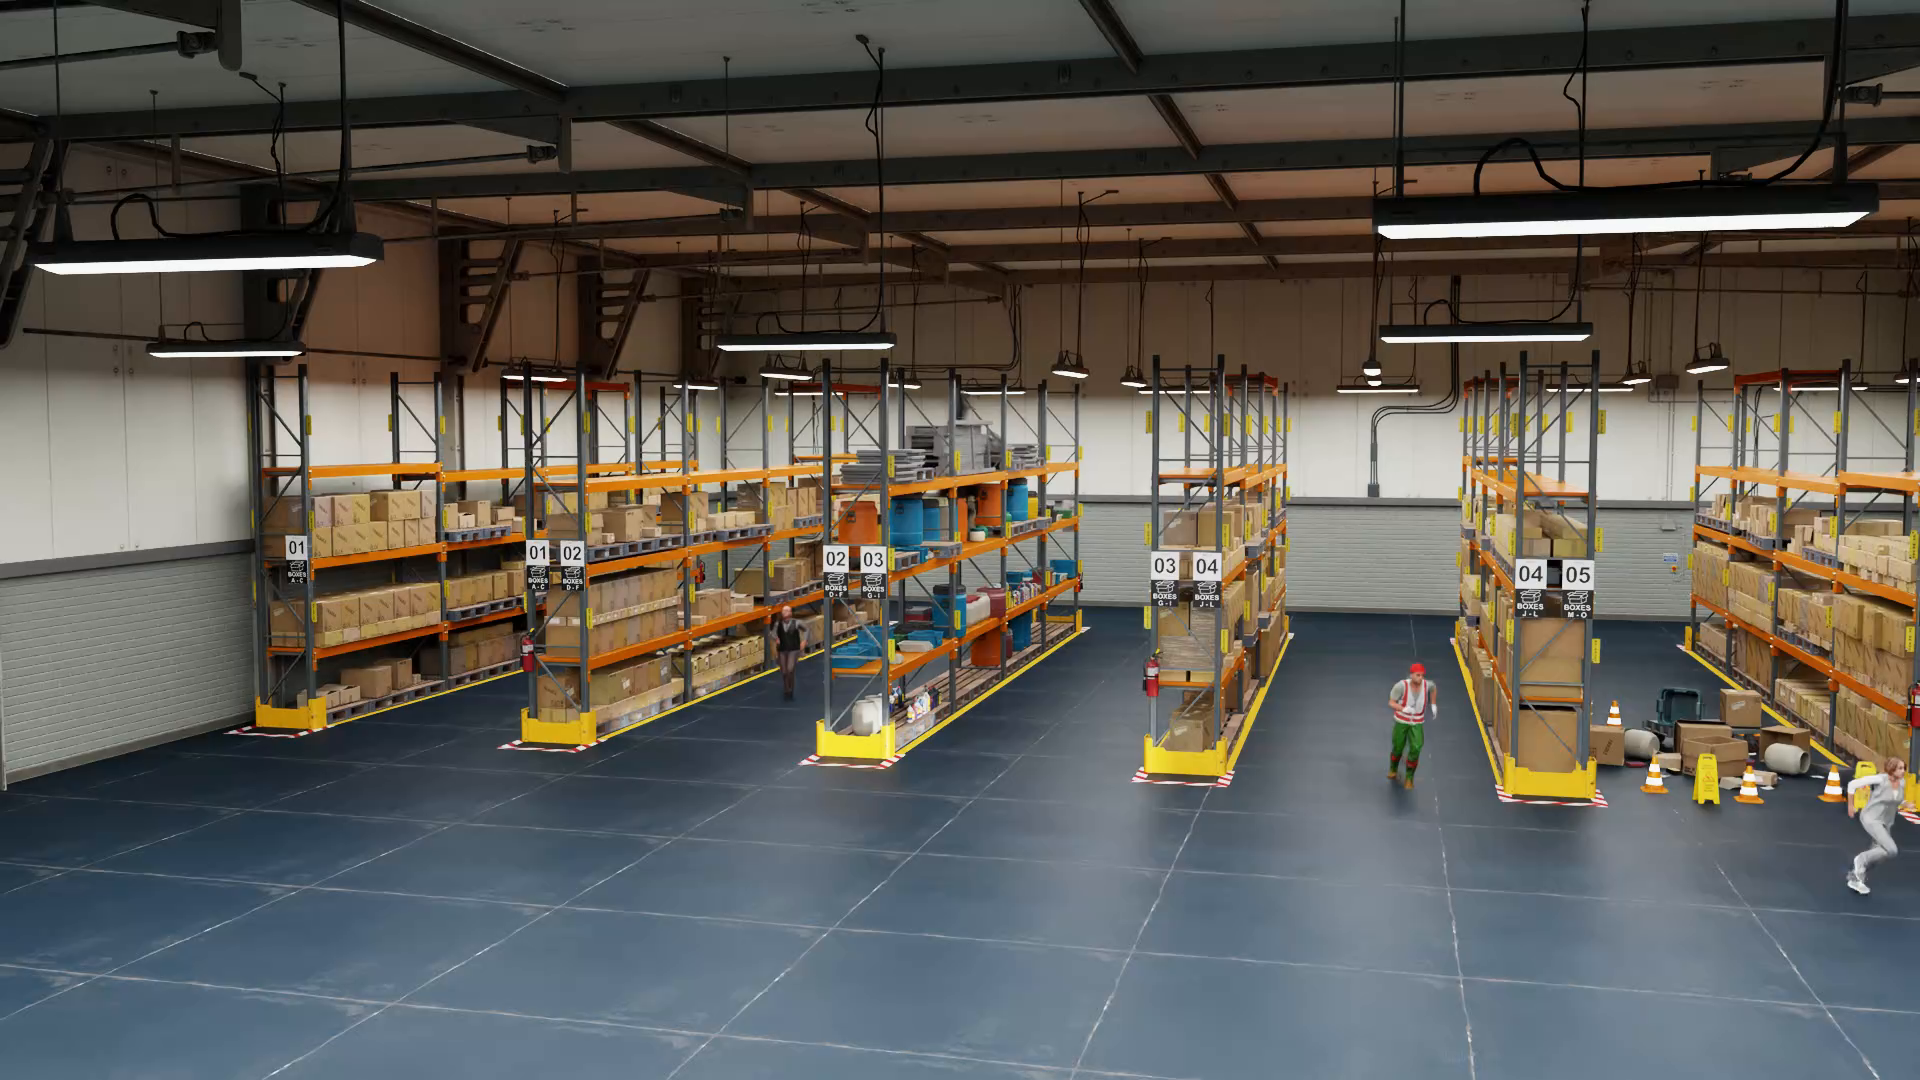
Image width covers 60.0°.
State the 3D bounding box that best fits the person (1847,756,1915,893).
[{"bbox_3d":[9.759,3.026,17.622,0.524,1.525,0.720,-2,4,-25],"label":"person"}]

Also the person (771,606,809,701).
[{"bbox_3d":[-3.133,2.075,30.393,0.660,1.736,0.729,1,4,10],"label":"person"}]

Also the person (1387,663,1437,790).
[{"bbox_3d":[6.265,2.580,23.047,0.721,1.820,0.875,0,4,0],"label":"person"}]
